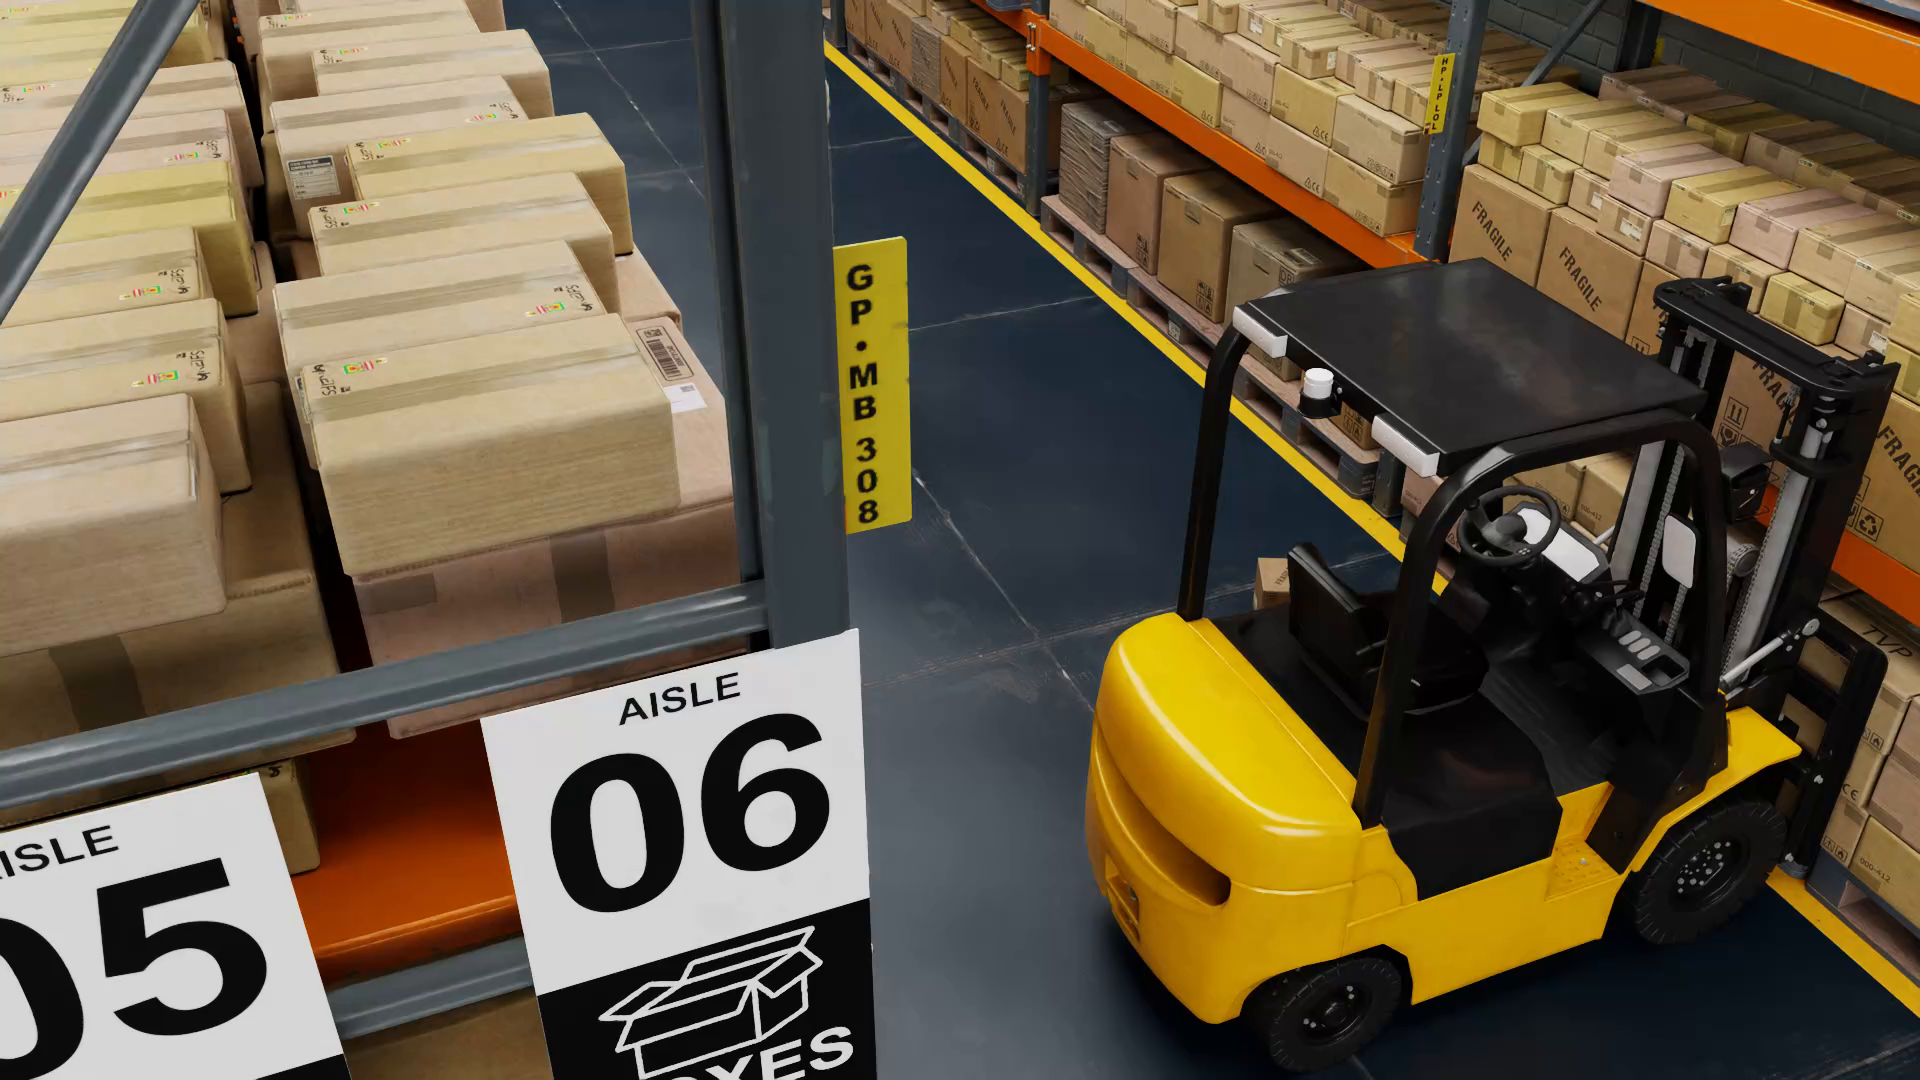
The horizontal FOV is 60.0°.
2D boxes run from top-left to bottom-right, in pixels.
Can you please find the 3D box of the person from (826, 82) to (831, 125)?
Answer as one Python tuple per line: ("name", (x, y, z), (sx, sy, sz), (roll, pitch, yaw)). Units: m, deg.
("person", (-0.991, -2.053, 9.218), (0.534, 1.741, 0.913), (-16, 37, -23))
